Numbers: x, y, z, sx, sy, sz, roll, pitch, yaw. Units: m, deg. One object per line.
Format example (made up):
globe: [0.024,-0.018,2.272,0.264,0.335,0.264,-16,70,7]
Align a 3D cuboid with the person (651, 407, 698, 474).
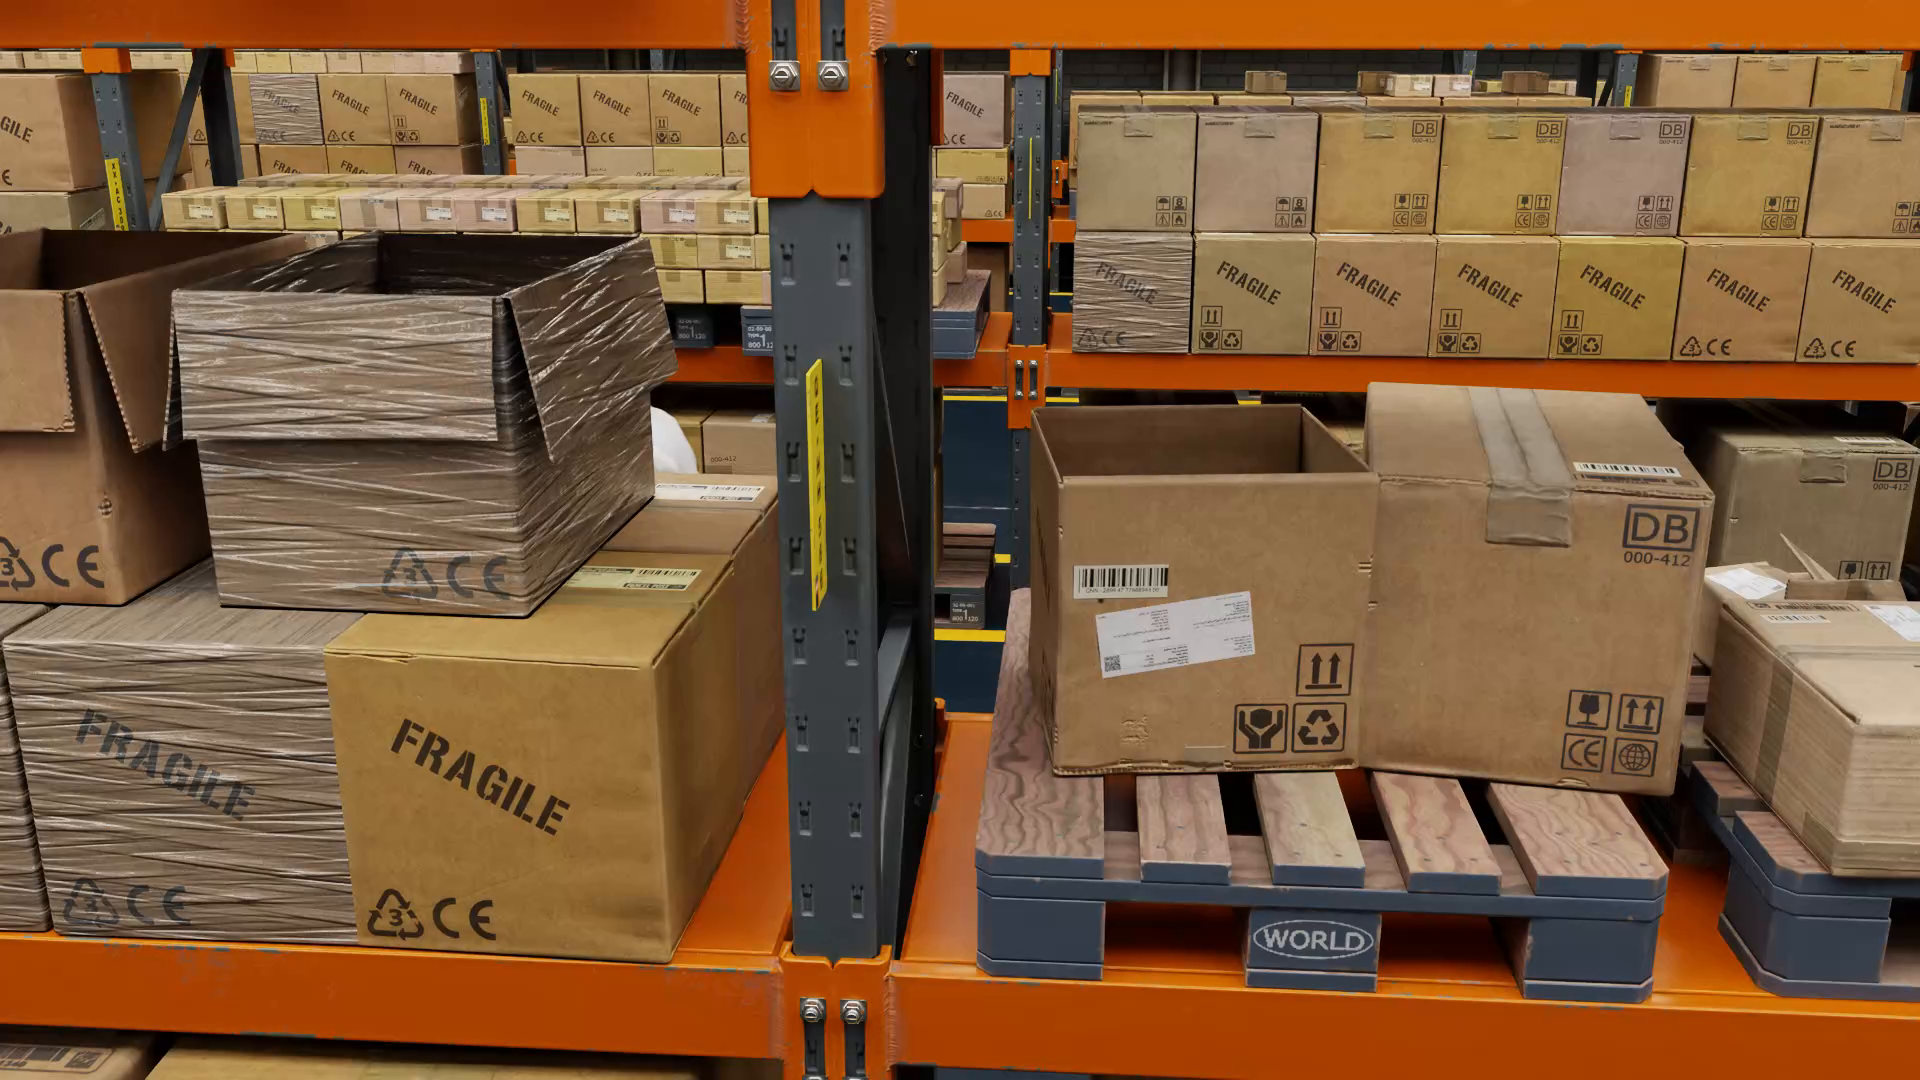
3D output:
person: [-1.039,0.199,5.384,0.460,1.759,0.634,0,17,1]
